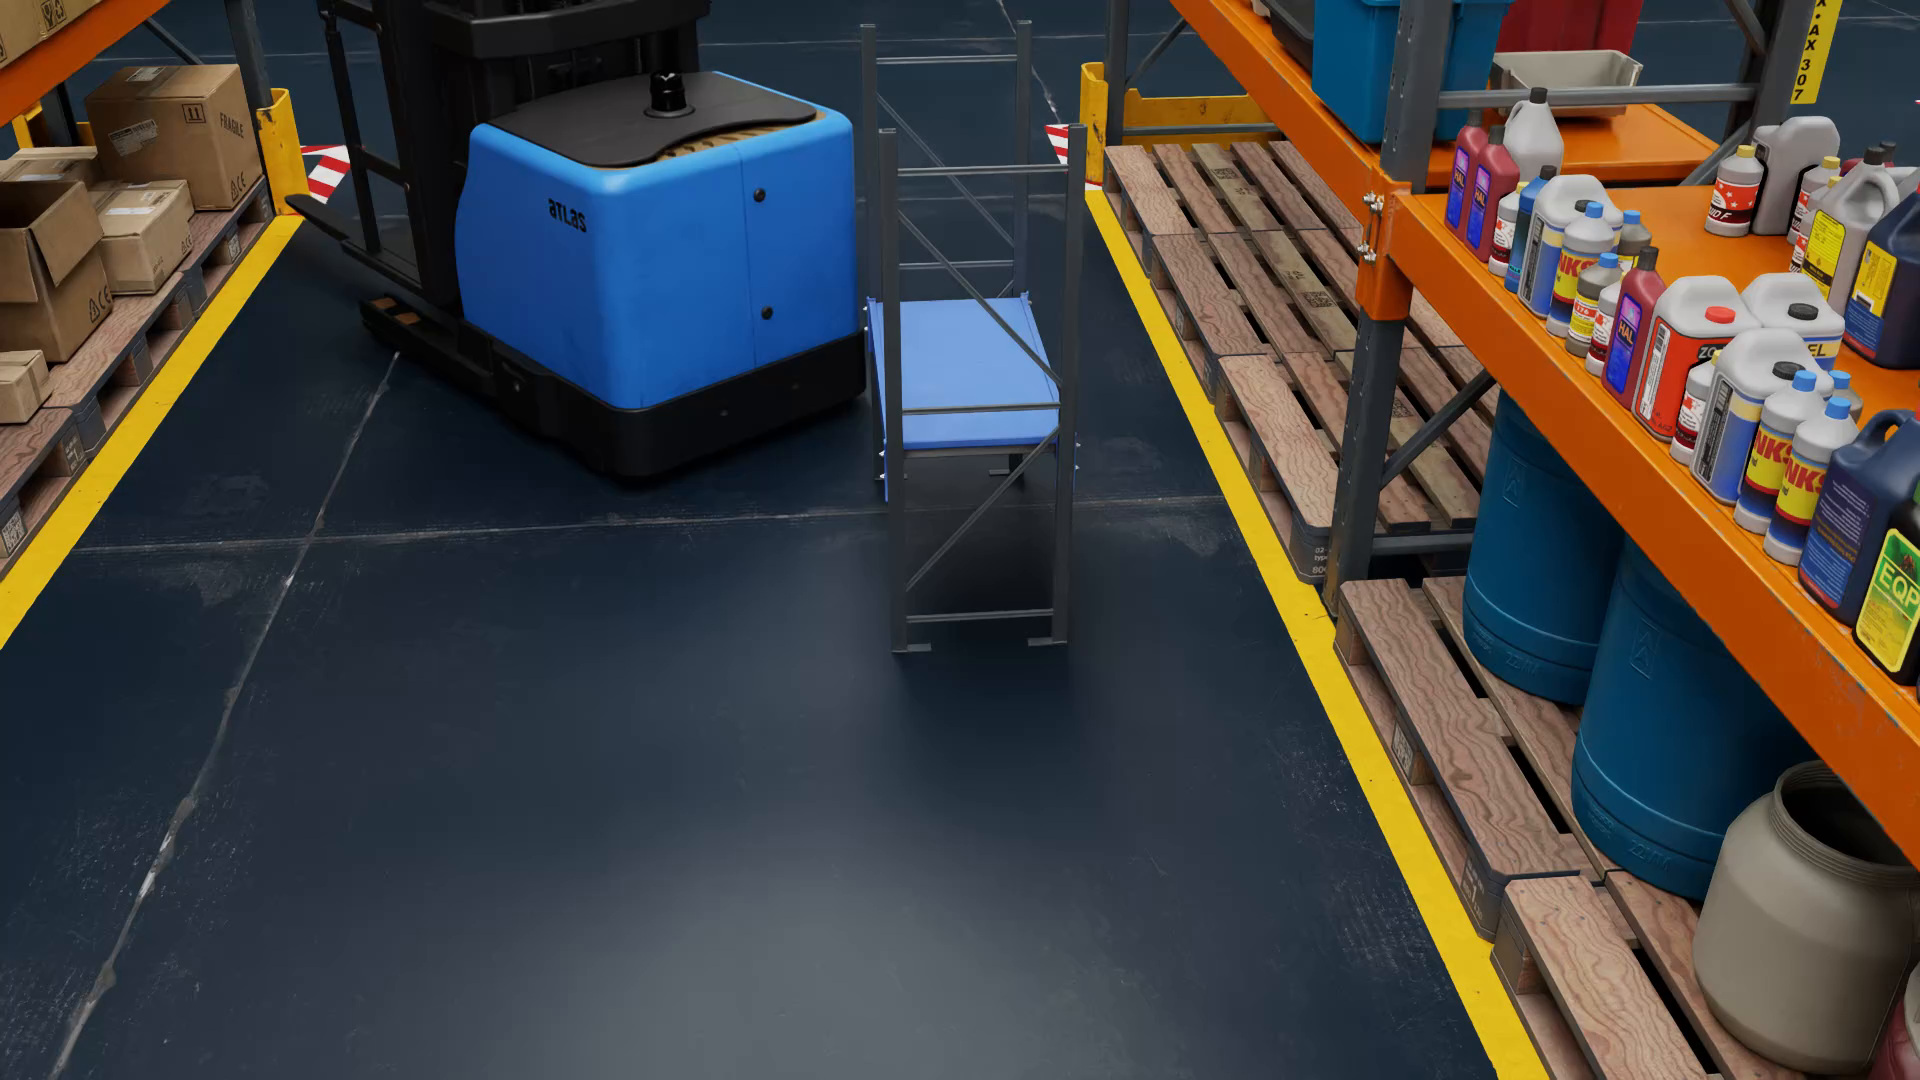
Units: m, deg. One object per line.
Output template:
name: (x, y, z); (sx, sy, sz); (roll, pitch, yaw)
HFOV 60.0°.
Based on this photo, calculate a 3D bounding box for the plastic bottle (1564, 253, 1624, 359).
plastic bottle: (1.271, -0.470, 3.305); (0.097, 0.201, 0.097); (0, 31, 0)

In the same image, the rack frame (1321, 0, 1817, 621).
rack frame: (1.580, -1.107, 4.178); (1.000, 3.000, 0.127); (-3, 31, -5)

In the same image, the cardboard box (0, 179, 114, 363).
cardboard box: (-3.533, -0.947, 5.916); (0.797, 0.503, 0.637); (-3, 31, -5)

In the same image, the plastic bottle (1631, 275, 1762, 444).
plastic bottle: (1.331, -0.326, 2.992); (0.152, 0.276, 0.135); (-3, 31, -5)

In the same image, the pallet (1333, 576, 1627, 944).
pallet: (1.611, 0.486, 4.230); (1.003, 0.211, 1.213); (-3, 31, -5)

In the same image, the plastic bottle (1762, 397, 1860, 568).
plastic bottle: (1.345, -0.095, 2.610); (0.097, 0.271, 0.097); (0, 31, 0)

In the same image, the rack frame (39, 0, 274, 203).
rack frame: (-3.726, -2.913, 7.203); (1.000, 3.000, 0.127); (-3, 31, -5)

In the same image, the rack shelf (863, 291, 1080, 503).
rack shelf: (0.008, -0.446, 4.885); (0.538, 0.185, 1.000); (-3, 31, -5)

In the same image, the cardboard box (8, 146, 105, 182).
cardboard box: (-4.029, -1.648, 7.435); (0.380, 0.149, 0.250); (-3, 31, -5)

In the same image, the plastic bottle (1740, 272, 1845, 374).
plastic bottle: (1.482, -0.333, 3.004); (0.152, 0.276, 0.135); (-3, 31, -5)

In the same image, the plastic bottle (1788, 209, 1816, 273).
plastic bottle: (1.850, -0.634, 3.579); (0.097, 0.201, 0.097); (0, 31, 0)

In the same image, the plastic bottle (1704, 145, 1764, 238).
plastic bottle: (1.816, -0.820, 3.892); (0.097, 0.201, 0.097); (0, 31, 0)

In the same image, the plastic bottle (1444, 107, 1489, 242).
plastic bottle: (1.190, -0.849, 3.860); (0.061, 0.283, 0.133); (-3, 31, -5)

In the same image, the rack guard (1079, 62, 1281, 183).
rack guard: (1.191, -2.087, 8.257); (1.175, 0.500, 0.348); (-3, 31, -5)

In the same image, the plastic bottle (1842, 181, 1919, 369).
plastic bottle: (1.866, -0.531, 3.261); (0.144, 0.351, 0.185); (-3, 31, -5)

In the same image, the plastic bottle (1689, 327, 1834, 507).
plastic bottle: (1.352, -0.208, 2.794); (0.152, 0.276, 0.135); (-3, 31, -5)

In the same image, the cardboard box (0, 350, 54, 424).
cardboard box: (-3.267, -0.510, 5.512); (0.380, 0.166, 0.250); (-3, 31, -5)

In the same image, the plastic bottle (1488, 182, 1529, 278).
plastic bottle: (1.231, -0.688, 3.670); (0.097, 0.201, 0.097); (0, 31, 0)

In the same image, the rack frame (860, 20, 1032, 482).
rack frame: (-0.040, -0.860, 5.227); (0.500, 1.500, 0.032); (-3, 31, -5)

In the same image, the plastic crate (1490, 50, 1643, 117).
plastic crate: (1.679, -1.264, 4.639); (0.396, 0.136, 0.243); (-3, 31, -5)

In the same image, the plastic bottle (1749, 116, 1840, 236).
plastic bottle: (1.939, -0.868, 3.898); (0.152, 0.276, 0.135); (-3, 31, -5)

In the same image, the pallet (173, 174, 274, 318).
pallet: (-3.643, -1.270, 7.171); (1.003, 0.211, 1.213); (-3, 31, -5)

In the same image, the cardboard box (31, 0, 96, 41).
cardboard box: (-3.273, -1.964, 5.515); (0.500, 0.500, 0.500); (-3, 31, -5)

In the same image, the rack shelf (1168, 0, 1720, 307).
rack shelf: (1.393, -1.819, 6.072); (1.077, 0.370, 4.000); (-3, 31, -5)

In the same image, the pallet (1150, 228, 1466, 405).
pallet: (1.356, -0.907, 6.563); (1.003, 0.211, 1.213); (-3, 31, -5)

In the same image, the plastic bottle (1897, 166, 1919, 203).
plastic bottle: (1.992, -0.632, 3.431); (0.144, 0.351, 0.185); (-3, 31, -5)

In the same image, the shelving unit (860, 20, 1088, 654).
shelving unit: (0.008, -0.600, 4.792); (0.538, 1.500, 1.048); (-3, 31, -5)

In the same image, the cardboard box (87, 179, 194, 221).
cardboard box: (-3.481, -1.409, 7.018); (0.380, 0.166, 0.250); (-3, 31, -5)

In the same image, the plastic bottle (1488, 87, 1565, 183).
plastic bottle: (1.294, -0.870, 3.829); (0.144, 0.351, 0.185); (-3, 31, -5)

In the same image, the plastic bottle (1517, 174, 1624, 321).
plastic bottle: (1.278, -0.612, 3.470); (0.152, 0.276, 0.135); (-3, 31, -5)

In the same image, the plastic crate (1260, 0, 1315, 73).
plastic crate: (1.208, -1.573, 5.168); (0.437, 0.125, 0.590); (-3, 31, -5)

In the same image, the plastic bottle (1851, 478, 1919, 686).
plastic bottle: (1.355, 0.054, 2.349); (0.061, 0.283, 0.133); (-3, 31, -5)

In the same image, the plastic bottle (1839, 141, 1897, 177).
plastic bottle: (2.006, -0.755, 3.702); (0.061, 0.283, 0.133); (-3, 31, -5)

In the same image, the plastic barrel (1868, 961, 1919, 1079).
plastic barrel: (1.786, 0.965, 2.651); (0.600, 0.588, 0.708); (-3, 31, -5)

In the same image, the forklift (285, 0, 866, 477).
forklift: (-1.713, -2.132, 5.961); (1.130, 2.935, 3.031); (-26, 39, -36)

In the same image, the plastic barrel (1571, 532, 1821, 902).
plastic barrel: (1.680, 0.254, 3.536); (0.600, 0.901, 0.708); (-3, 31, -5)

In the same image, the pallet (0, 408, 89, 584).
pallet: (-3.415, -0.025, 5.086); (1.003, 0.211, 1.213); (-3, 31, -5)
